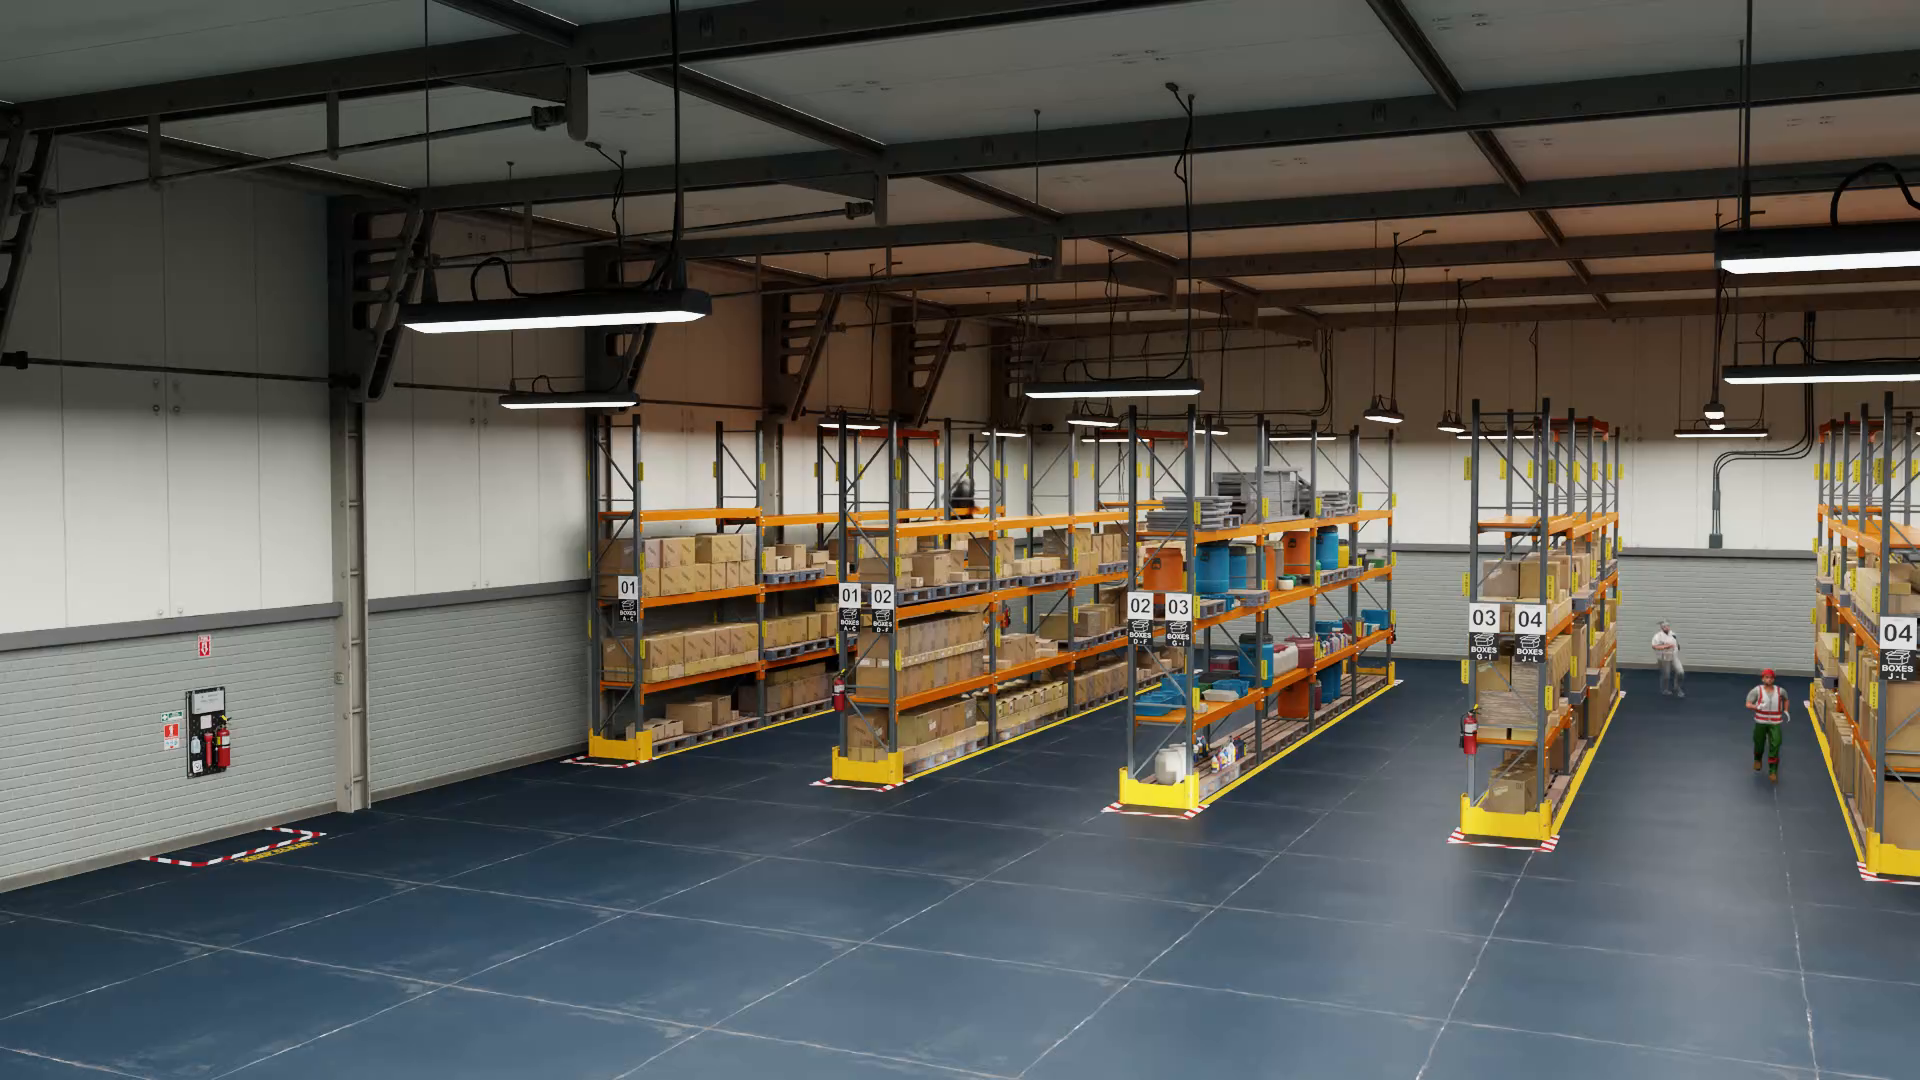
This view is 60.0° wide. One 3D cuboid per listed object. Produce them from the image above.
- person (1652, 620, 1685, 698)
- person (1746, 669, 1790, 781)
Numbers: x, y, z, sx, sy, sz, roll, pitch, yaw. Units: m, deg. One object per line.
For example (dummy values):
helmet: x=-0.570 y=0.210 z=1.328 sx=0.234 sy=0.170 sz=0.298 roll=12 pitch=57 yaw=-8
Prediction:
person: x=15.691 y=2.629 z=36.965 sx=0.734 sy=1.751 sz=0.663 roll=0 pitch=2 yaw=-11
person: x=13.132 y=2.974 z=27.033 sx=0.666 sy=1.763 sz=0.985 roll=1 pitch=2 yaw=19
